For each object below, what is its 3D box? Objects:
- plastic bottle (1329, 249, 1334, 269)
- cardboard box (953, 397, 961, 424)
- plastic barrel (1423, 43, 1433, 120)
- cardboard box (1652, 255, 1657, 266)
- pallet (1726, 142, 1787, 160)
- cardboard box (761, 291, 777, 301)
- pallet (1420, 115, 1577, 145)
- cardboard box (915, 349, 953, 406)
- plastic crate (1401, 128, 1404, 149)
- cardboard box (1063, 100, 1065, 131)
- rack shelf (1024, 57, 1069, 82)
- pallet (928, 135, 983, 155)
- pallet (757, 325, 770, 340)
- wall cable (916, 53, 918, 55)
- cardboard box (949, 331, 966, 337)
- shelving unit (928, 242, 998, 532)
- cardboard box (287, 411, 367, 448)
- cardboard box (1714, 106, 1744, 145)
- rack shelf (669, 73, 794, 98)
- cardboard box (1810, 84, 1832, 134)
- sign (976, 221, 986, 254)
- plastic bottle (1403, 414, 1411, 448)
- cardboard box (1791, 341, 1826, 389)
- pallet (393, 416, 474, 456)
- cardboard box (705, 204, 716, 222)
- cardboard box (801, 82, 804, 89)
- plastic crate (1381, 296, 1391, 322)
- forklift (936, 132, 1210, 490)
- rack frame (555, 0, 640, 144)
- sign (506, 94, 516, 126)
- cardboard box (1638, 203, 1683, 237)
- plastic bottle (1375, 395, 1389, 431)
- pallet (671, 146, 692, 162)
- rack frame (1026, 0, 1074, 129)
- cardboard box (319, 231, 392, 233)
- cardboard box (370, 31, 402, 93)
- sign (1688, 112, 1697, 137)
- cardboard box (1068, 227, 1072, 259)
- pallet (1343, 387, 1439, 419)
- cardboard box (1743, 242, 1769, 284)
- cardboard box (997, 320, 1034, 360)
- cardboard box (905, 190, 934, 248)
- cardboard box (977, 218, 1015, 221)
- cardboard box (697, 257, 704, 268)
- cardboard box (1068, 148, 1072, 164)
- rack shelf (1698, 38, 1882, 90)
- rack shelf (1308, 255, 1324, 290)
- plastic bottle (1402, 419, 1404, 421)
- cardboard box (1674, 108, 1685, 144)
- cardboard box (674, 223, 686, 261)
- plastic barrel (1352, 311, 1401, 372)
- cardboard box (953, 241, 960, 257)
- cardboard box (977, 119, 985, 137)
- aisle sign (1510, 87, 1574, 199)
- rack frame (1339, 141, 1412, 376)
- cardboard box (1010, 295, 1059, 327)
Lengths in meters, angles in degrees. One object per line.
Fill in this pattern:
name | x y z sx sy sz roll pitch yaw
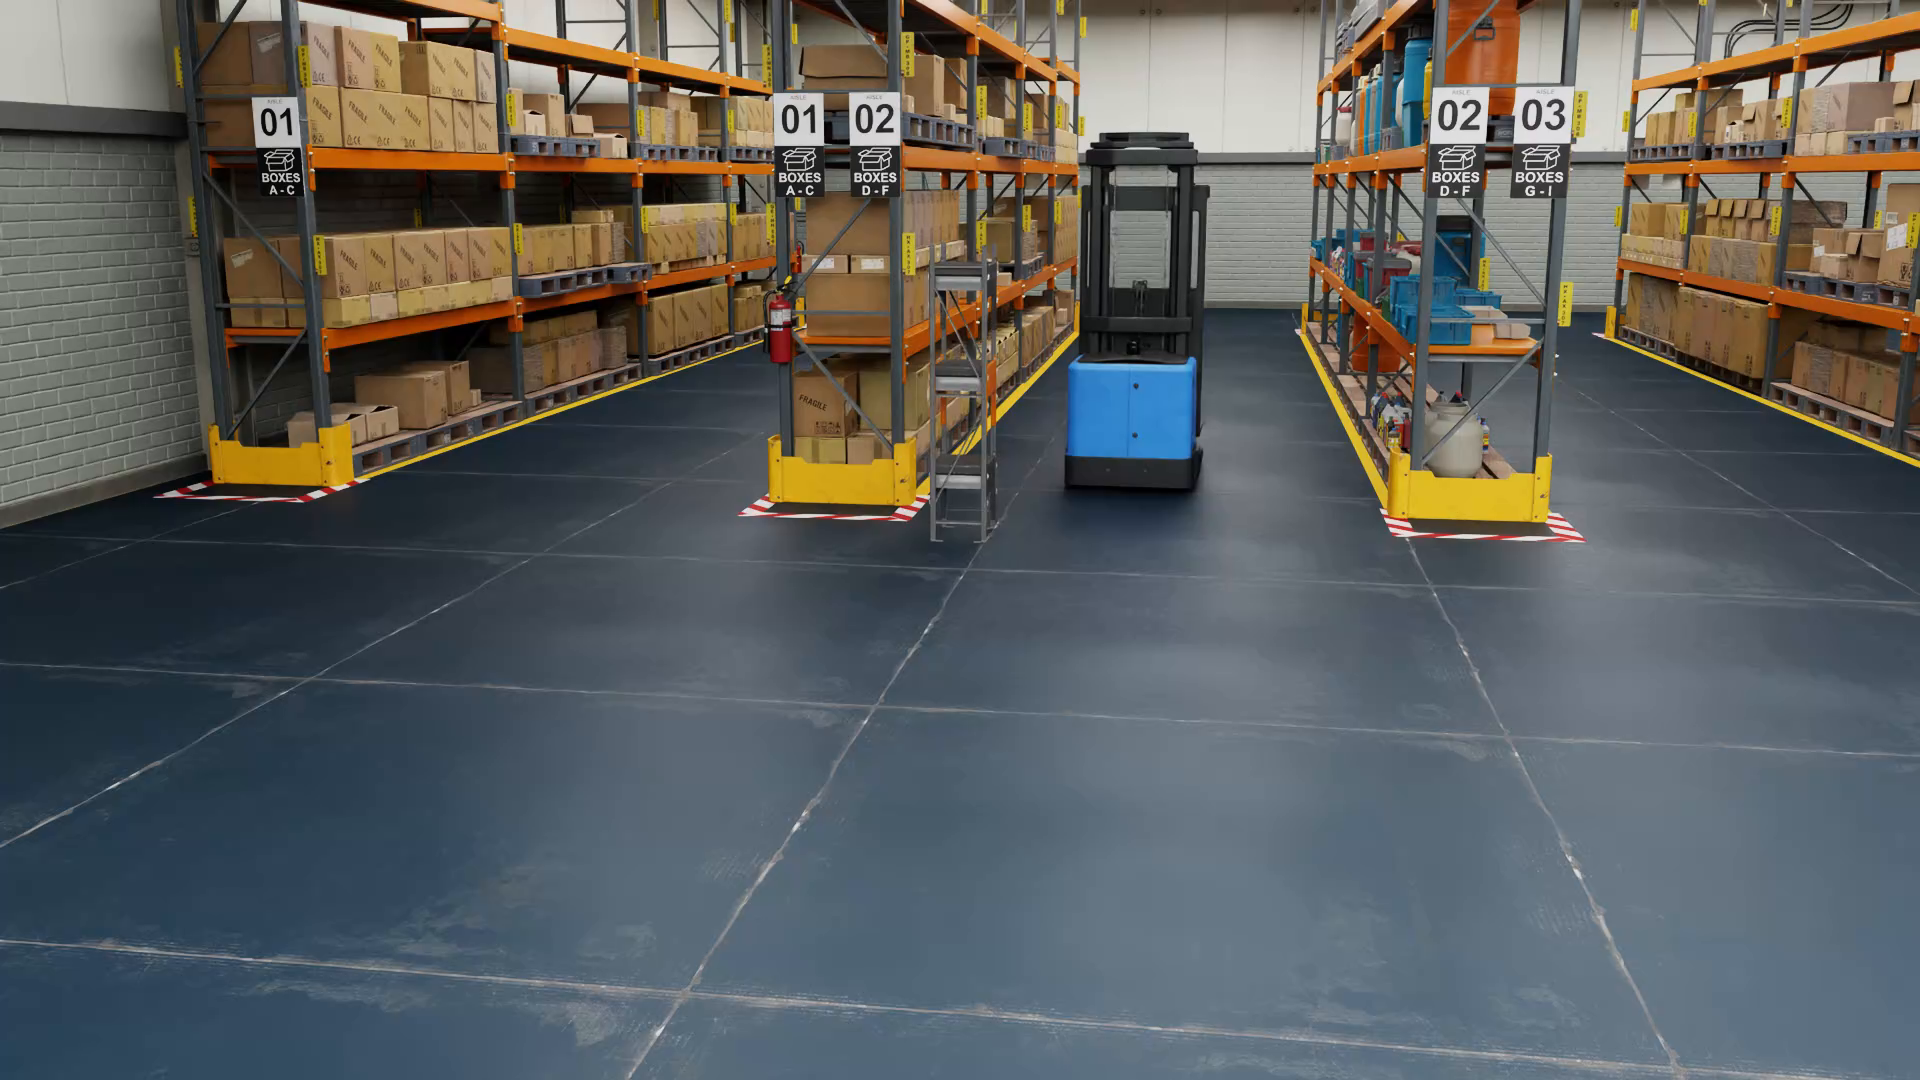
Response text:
plastic bottle | 5.293 -3.986 23.646 0.061 0.283 0.133 2 12 9
cardboard box | -0.275 -1.283 16.356 0.500 0.250 0.500 2 12 9
plastic barrel | 3.995 -3.640 13.201 0.600 0.588 0.600 0 12 0
cardboard box | 10.606 -4.192 24.919 0.380 0.149 0.250 2 12 8
pallet | 10.286 -4.883 20.858 1.003 0.211 1.213 2 12 11
cardboard box | -3.469 -4.017 28.450 0.700 0.500 0.500 2 12 8
pallet | 4.169 -3.178 12.950 1.003 0.211 1.213 2 12 9
cardboard box | -0.350 -1.545 15.794 0.500 0.500 0.500 2 12 9
plastic crate | 4.049 -3.511 14.548 0.336 0.188 0.450 2 12 9
cardboard box | 1.318 -6.815 26.765 0.700 0.500 0.500 2 12 9
rack shelf | 1.205 -7.386 26.156 0.919 0.124 3.809 2 12 9
pallet | -0.210 -4.186 17.631 0.805 0.209 1.217 1 12 6
pallet | -3.618 -3.502 27.740 1.003 0.211 1.213 2 12 9
wall cable | 0.513 -10.249 33.571 3.097 2.526 0.112 2 12 9
cardboard box | -0.161 -2.388 20.153 0.500 0.311 0.500 2 12 7
shelving unit | 0.026 -1.061 11.934 0.431 2.100 0.499 2 12 9
cardboard box | -5.648 -0.998 14.842 0.500 0.311 0.500 0 12 2
cardboard box | 10.606 -5.572 22.375 0.700 0.500 0.500 2 12 10
rack shelf | -3.690 -7.256 26.960 1.077 0.370 4.000 2 12 9
cardboard box | 9.662 -4.705 18.160 0.500 0.500 0.500 2 12 9
sign | 0.216 -3.073 16.892 0.100 0.325 0.005 2 12 9
plastic bottle | 3.966 -0.967 14.765 0.061 0.283 0.133 2 12 9
cardboard box | 9.987 -1.993 19.011 0.700 0.500 0.500 1 12 6
pallet | -5.482 -1.030 16.272 1.003 0.211 1.213 2 12 9
cardboard box | -3.905 -4.813 24.437 0.500 0.250 0.500 2 12 10
cardboard box | -1.032 -3.712 14.002 0.500 0.250 0.500 2 12 9
plastic crate | 4.073 -2.091 15.078 0.450 0.188 0.662 2 12 9
forklift | 1.139 -1.917 13.931 1.782 2.935 5.045 2 12 10
rack frame | -4.613 -6.554 21.046 1.000 3.000 0.127 2 12 9
sign | -4.691 -4.492 17.370 0.100 0.325 0.005 2 12 9
cardboard box | 10.809 -4.941 25.669 0.500 0.500 0.500 2 12 7
plastic bottle | 3.998 -1.194 15.658 0.144 0.351 0.185 1 12 6
pallet | -4.398 -5.364 23.093 1.003 0.211 1.213 2 12 11
rack frame | 1.509 -8.060 28.033 0.949 2.616 0.053 2 12 9
cardboard box | -5.741 -2.681 15.844 0.500 0.500 0.500 2 12 9
cardboard box | -5.349 -4.252 14.826 0.500 0.500 0.500 2 12 10
sign | 10.137 -5.748 23.011 0.100 0.325 0.005 2 12 9
cardboard box | 1.554 -4.862 27.198 0.500 0.500 0.500 2 12 9
pallet | 4.828 -1.524 18.565 1.003 0.211 1.213 2 12 9
cardboard box | 9.984 -3.403 20.428 0.500 0.500 0.500 2 12 8
cardboard box | 0.709 -2.650 22.057 0.500 0.500 0.500 1 12 7
cardboard box | -0.627 -2.906 15.042 0.700 0.500 0.500 2 12 9
cardboard box | 0.560 -4.312 23.648 0.700 0.500 0.500 4 13 18
cardboard box | -3.956 -4.050 24.216 0.380 0.149 0.250 2 12 9
cardboard box | 1.542 -6.196 26.862 0.500 0.250 0.500 2 12 9
rack shelf | 10.378 -5.942 20.862 1.077 0.370 4.000 2 12 9
rack shelf | 6.099 -4.198 26.060 1.077 0.370 4.000 2 12 9
plastic bottle | 4.030 -0.999 15.108 0.097 0.201 0.097 0 12 0
cardboard box | 10.833 -6.019 24.210 0.700 0.500 0.500 3 12 12
cardboard box | -4.118 -4.130 23.049 0.500 0.500 0.500 2 12 8
plastic barrel | 5.234 -2.547 20.848 0.600 0.830 0.708 2 12 9
cardboard box | -0.203 -2.880 16.461 0.380 0.149 0.250 2 12 7
cardboard box | 0.022 -4.624 18.566 0.500 0.250 0.500 1 12 4
aisle sign | 4.224 -2.882 12.074 0.394 0.787 0.004 2 12 9
rack frame | 5.176 -3.301 20.189 1.000 3.000 0.127 2 12 9
cardboard box | 1.181 -3.681 26.833 0.797 0.503 0.637 2 12 9
